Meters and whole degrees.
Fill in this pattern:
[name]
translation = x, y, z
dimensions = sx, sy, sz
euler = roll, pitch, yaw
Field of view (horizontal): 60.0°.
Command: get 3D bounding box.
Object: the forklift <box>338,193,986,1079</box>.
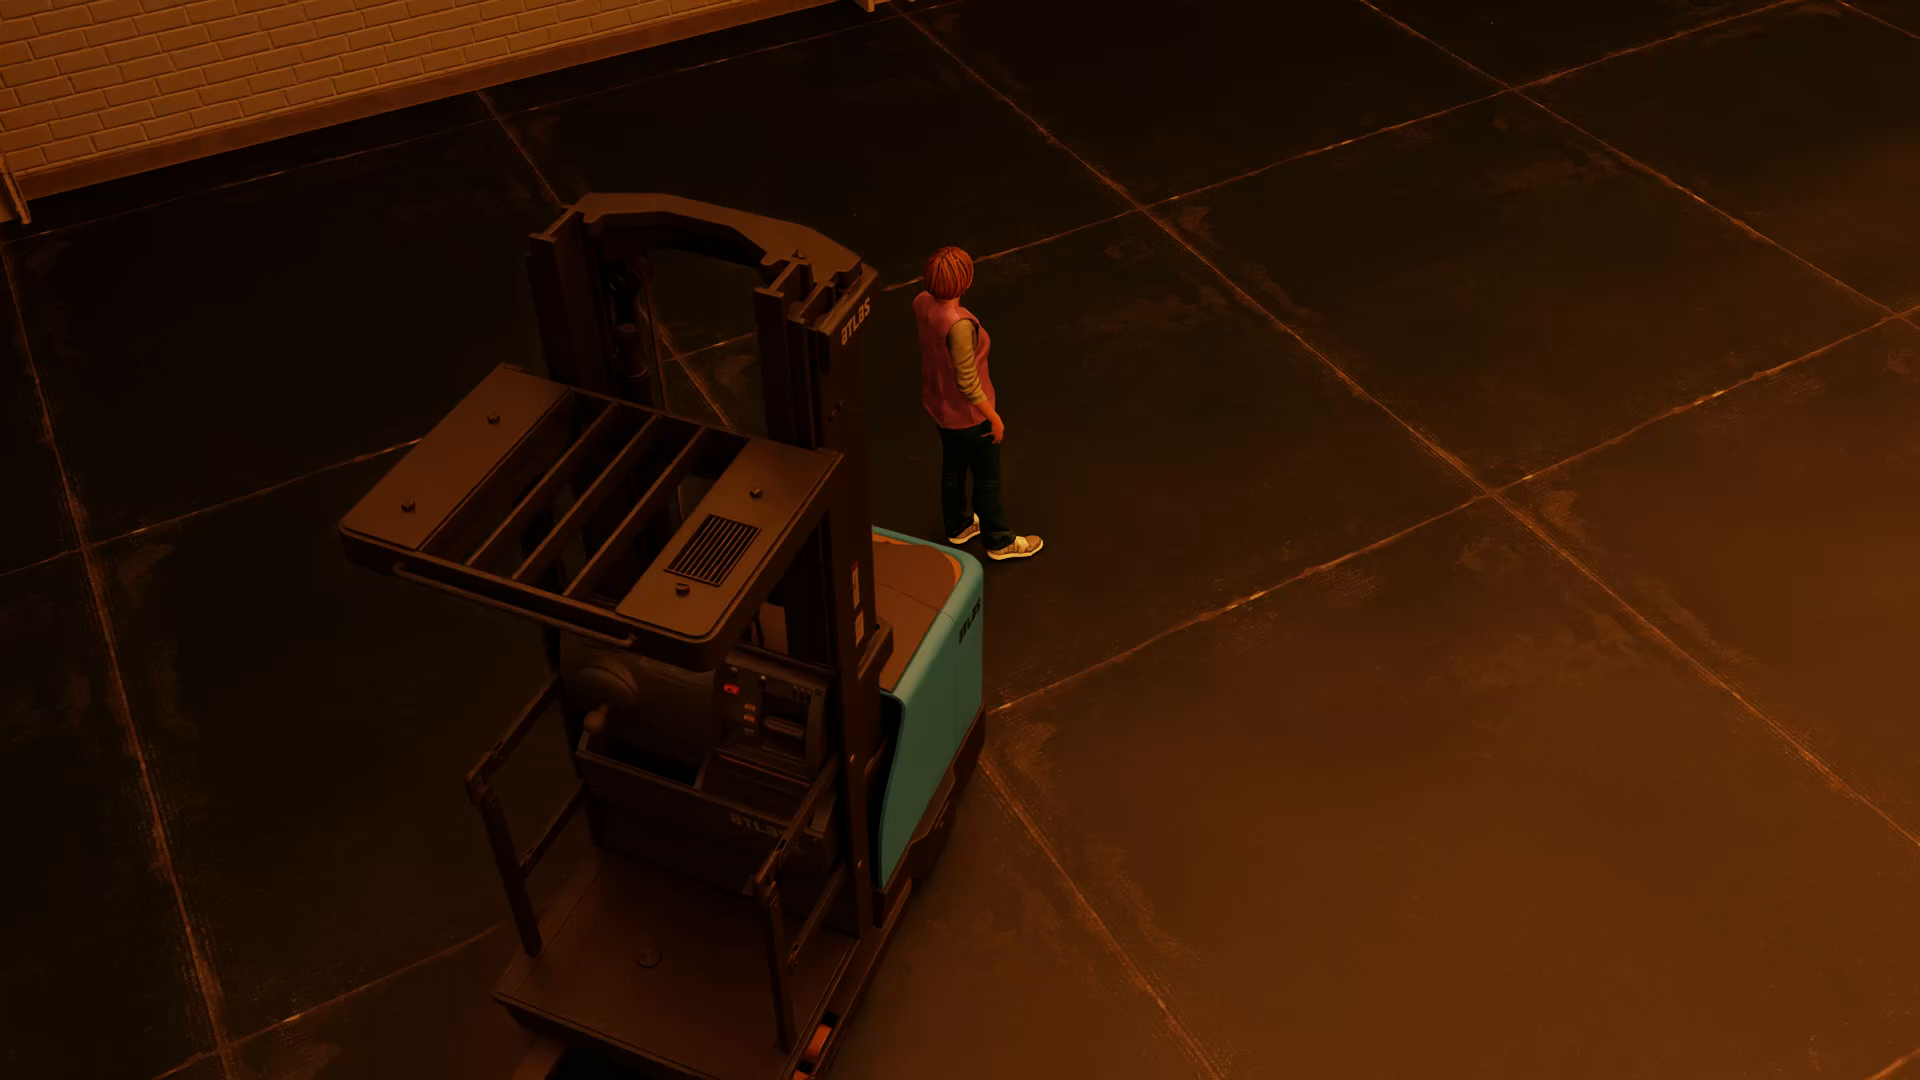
[forklift]
translation = -0.925, 0.574, 5.078
dimensions = 1.130, 2.935, 3.031
euler = 16, 45, 16

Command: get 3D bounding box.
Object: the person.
[person]
translation = 0.071, -0.608, 7.323
dimensions = 0.475, 1.598, 0.519
euler = -21, 47, -21
